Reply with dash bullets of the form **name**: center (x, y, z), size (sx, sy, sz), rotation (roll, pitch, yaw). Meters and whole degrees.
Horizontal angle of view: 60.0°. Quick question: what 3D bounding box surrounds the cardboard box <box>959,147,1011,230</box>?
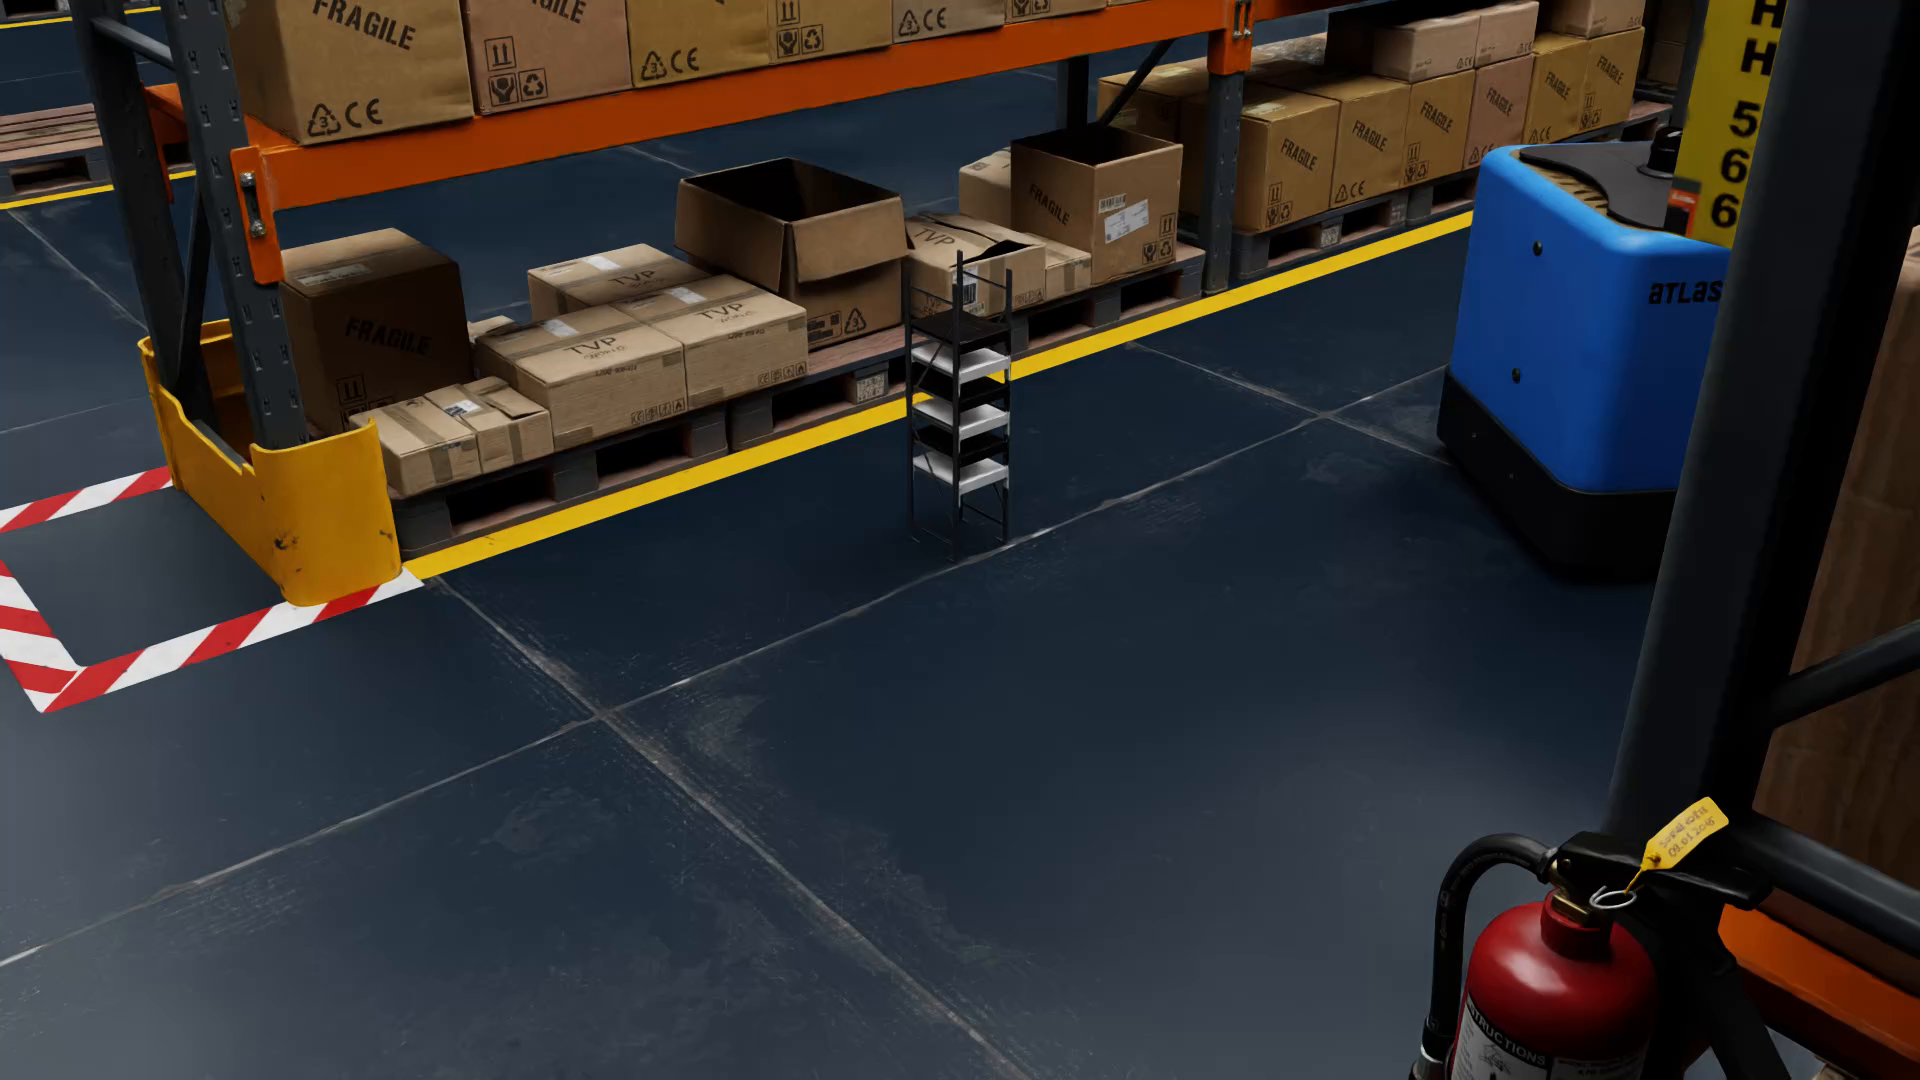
- **cardboard box**: center (0.344, -1.533, 7.322), size (0.500, 0.311, 0.500), rotation (-22, 35, -35)

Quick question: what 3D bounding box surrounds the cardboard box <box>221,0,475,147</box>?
- **cardboard box**: center (-1.730, -1.438, 4.651), size (0.500, 0.500, 0.500), rotation (-21, 35, -34)

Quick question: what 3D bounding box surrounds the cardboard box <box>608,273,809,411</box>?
- **cardboard box**: center (-0.880, -0.704, 5.836), size (0.500, 0.250, 0.500), rotation (-22, 35, -35)

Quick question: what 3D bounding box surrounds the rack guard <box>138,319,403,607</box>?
- **rack guard**: center (-2.181, -0.273, 5.230), size (0.348, 0.500, 1.175), rotation (-22, 35, -35)

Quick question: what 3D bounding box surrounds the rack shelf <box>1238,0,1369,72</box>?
- **rack shelf**: center (2.326, -2.870, 8.202), size (4.000, 0.370, 1.077), rotation (-22, 35, -35)

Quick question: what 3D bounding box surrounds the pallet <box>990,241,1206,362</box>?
- **pallet**: center (0.281, -1.136, 7.152), size (1.213, 0.211, 1.003), rotation (-22, 35, -35)

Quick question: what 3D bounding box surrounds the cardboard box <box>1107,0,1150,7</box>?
- **cardboard box**: center (0.590, -2.375, 6.406), size (0.500, 0.500, 0.500), rotation (-21, 35, -34)

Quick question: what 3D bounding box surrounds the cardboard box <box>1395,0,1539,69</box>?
- **cardboard box**: center (2.472, -2.518, 8.170), size (0.500, 0.250, 0.500), rotation (-23, 36, -36)

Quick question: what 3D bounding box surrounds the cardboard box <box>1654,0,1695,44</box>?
- **cardboard box**: center (4.436, -3.074, 9.697), size (0.500, 0.311, 0.500), rotation (-21, 34, -33)

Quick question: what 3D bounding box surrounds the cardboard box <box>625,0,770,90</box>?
- **cardboard box**: center (-0.958, -1.750, 5.236), size (0.500, 0.500, 0.500), rotation (-22, 35, -35)

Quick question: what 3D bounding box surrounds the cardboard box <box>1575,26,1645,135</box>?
- **cardboard box**: center (3.288, -2.521, 8.970), size (0.500, 0.500, 0.500), rotation (-20, 34, -33)

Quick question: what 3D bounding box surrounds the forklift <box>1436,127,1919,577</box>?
- **forklift**: center (3.211, -1.475, 4.899), size (3.031, 2.935, 1.130), rotation (-3, 28, -6)

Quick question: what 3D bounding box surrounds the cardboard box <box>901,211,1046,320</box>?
- **cardboard box**: center (-0.016, -1.079, 6.472), size (0.500, 0.311, 0.500), rotation (-22, 35, -35)

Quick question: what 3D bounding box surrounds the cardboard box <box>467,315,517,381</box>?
- **cardboard box**: center (-1.619, -0.643, 5.810), size (0.250, 0.166, 0.380), rotation (-22, 35, -35)

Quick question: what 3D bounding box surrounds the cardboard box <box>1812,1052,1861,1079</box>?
- **cardboard box**: center (1.426, 0.699, 2.277), size (0.250, 0.149, 0.380), rotation (-22, 35, -35)

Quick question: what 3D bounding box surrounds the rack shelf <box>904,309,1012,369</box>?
- **rack shelf**: center (-0.006, -0.603, 4.922), size (0.200, 0.077, 0.258), rotation (-22, 35, -35)

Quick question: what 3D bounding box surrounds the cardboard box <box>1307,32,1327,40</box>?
- **cardboard box**: center (2.142, -2.379, 8.705), size (0.500, 0.500, 0.500), rotation (-23, 36, -37)

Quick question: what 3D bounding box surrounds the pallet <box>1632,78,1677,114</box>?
- **pallet**: center (4.499, -2.808, 10.280), size (1.213, 0.211, 1.003), rotation (-22, 35, -35)

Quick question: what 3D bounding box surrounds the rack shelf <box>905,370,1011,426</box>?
- **rack shelf**: center (-0.006, -0.444, 5.007), size (0.200, 0.077, 0.258), rotation (-22, 35, -35)

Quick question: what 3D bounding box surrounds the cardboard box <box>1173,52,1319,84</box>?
- **cardboard box**: center (1.375, -2.069, 8.125), size (0.500, 0.500, 0.500), rotation (-22, 35, -35)

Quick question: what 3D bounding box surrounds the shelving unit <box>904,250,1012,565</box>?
- **shelving unit**: center (-0.006, -0.394, 5.033), size (0.210, 0.900, 0.258), rotation (-22, 35, -35)

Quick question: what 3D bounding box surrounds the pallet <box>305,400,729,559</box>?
- **pallet**: center (-1.575, -0.390, 5.756), size (1.213, 0.211, 1.003), rotation (-22, 35, -35)

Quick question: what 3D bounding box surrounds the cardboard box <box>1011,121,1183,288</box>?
- **cardboard box**: center (0.555, -1.391, 6.857), size (0.500, 0.500, 0.500), rotation (-22, 35, -35)

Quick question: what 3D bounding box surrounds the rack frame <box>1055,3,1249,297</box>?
- **rack frame**: center (0.804, -2.576, 6.888), size (0.127, 3.000, 1.000), rotation (-22, 35, -35)

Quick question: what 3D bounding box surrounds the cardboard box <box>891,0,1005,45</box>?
- **cardboard box**: center (-0.190, -2.059, 5.814), size (0.500, 0.500, 0.500), rotation (-21, 35, -34)

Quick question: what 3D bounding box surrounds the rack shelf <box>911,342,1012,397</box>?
- **rack shelf**: center (-0.006, -0.524, 4.964), size (0.200, 0.077, 0.258), rotation (-22, 35, -35)

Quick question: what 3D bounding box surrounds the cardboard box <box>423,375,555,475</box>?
- **cardboard box**: center (-1.507, -0.378, 5.314), size (0.250, 0.166, 0.380), rotation (-22, 35, -35)

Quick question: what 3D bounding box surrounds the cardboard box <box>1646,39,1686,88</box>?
- **cardboard box**: center (4.436, -2.827, 9.829), size (0.500, 0.250, 0.500), rotation (-22, 35, -35)

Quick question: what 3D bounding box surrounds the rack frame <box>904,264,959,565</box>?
- **rack frame**: center (-0.084, -0.363, 4.975), size (0.006, 0.900, 0.240), rotation (-22, 35, -35)

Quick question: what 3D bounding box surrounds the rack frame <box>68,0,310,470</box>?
- **rack frame**: center (-2.239, -1.352, 4.598), size (0.127, 3.000, 1.000), rotation (-22, 35, -35)

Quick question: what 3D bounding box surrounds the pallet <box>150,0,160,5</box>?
- **pallet**: center (-6.252, -4.695, 13.811), size (1.213, 0.211, 1.003), rotation (-22, 35, -35)

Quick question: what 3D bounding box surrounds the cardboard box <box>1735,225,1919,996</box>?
- **cardboard box**: center (1.361, 0.131, 1.504), size (0.700, 0.700, 0.980), rotation (-20, 34, -33)

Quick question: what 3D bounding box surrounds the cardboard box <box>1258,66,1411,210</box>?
- **cardboard box**: center (1.729, -1.895, 7.799), size (0.500, 0.500, 0.500), rotation (-21, 35, -34)

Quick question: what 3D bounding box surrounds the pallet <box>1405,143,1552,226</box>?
- **pallet**: center (2.327, -1.984, 8.738), size (1.213, 0.211, 1.003), rotation (-22, 35, -35)

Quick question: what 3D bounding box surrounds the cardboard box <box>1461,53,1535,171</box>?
- **cardboard box**: center (2.499, -2.200, 8.369), size (0.500, 0.500, 0.500), rotation (-23, 36, -37)
